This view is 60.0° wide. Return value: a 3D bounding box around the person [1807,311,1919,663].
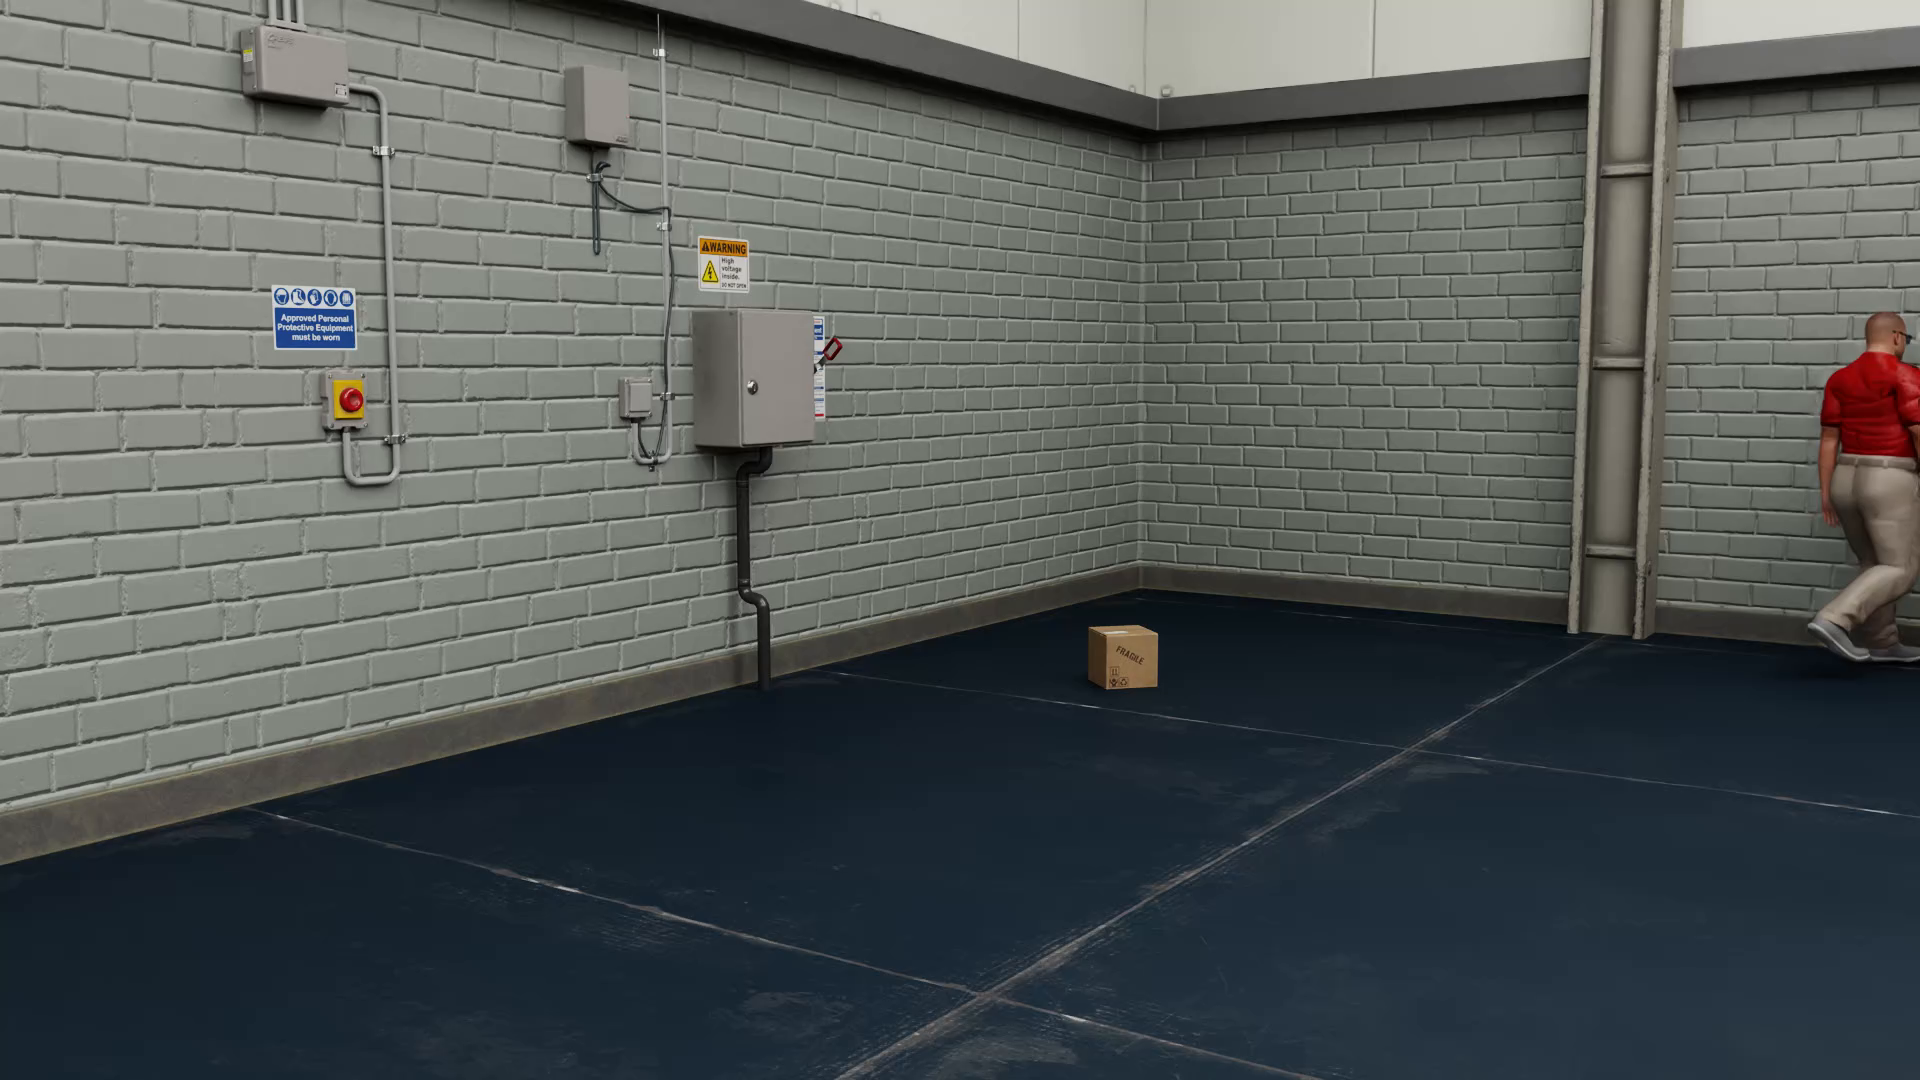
[{"bbox_3d":[4.366,-0.232,7.944,0.901,1.709,0.547,-2,7,-18],"label":"person"}]
